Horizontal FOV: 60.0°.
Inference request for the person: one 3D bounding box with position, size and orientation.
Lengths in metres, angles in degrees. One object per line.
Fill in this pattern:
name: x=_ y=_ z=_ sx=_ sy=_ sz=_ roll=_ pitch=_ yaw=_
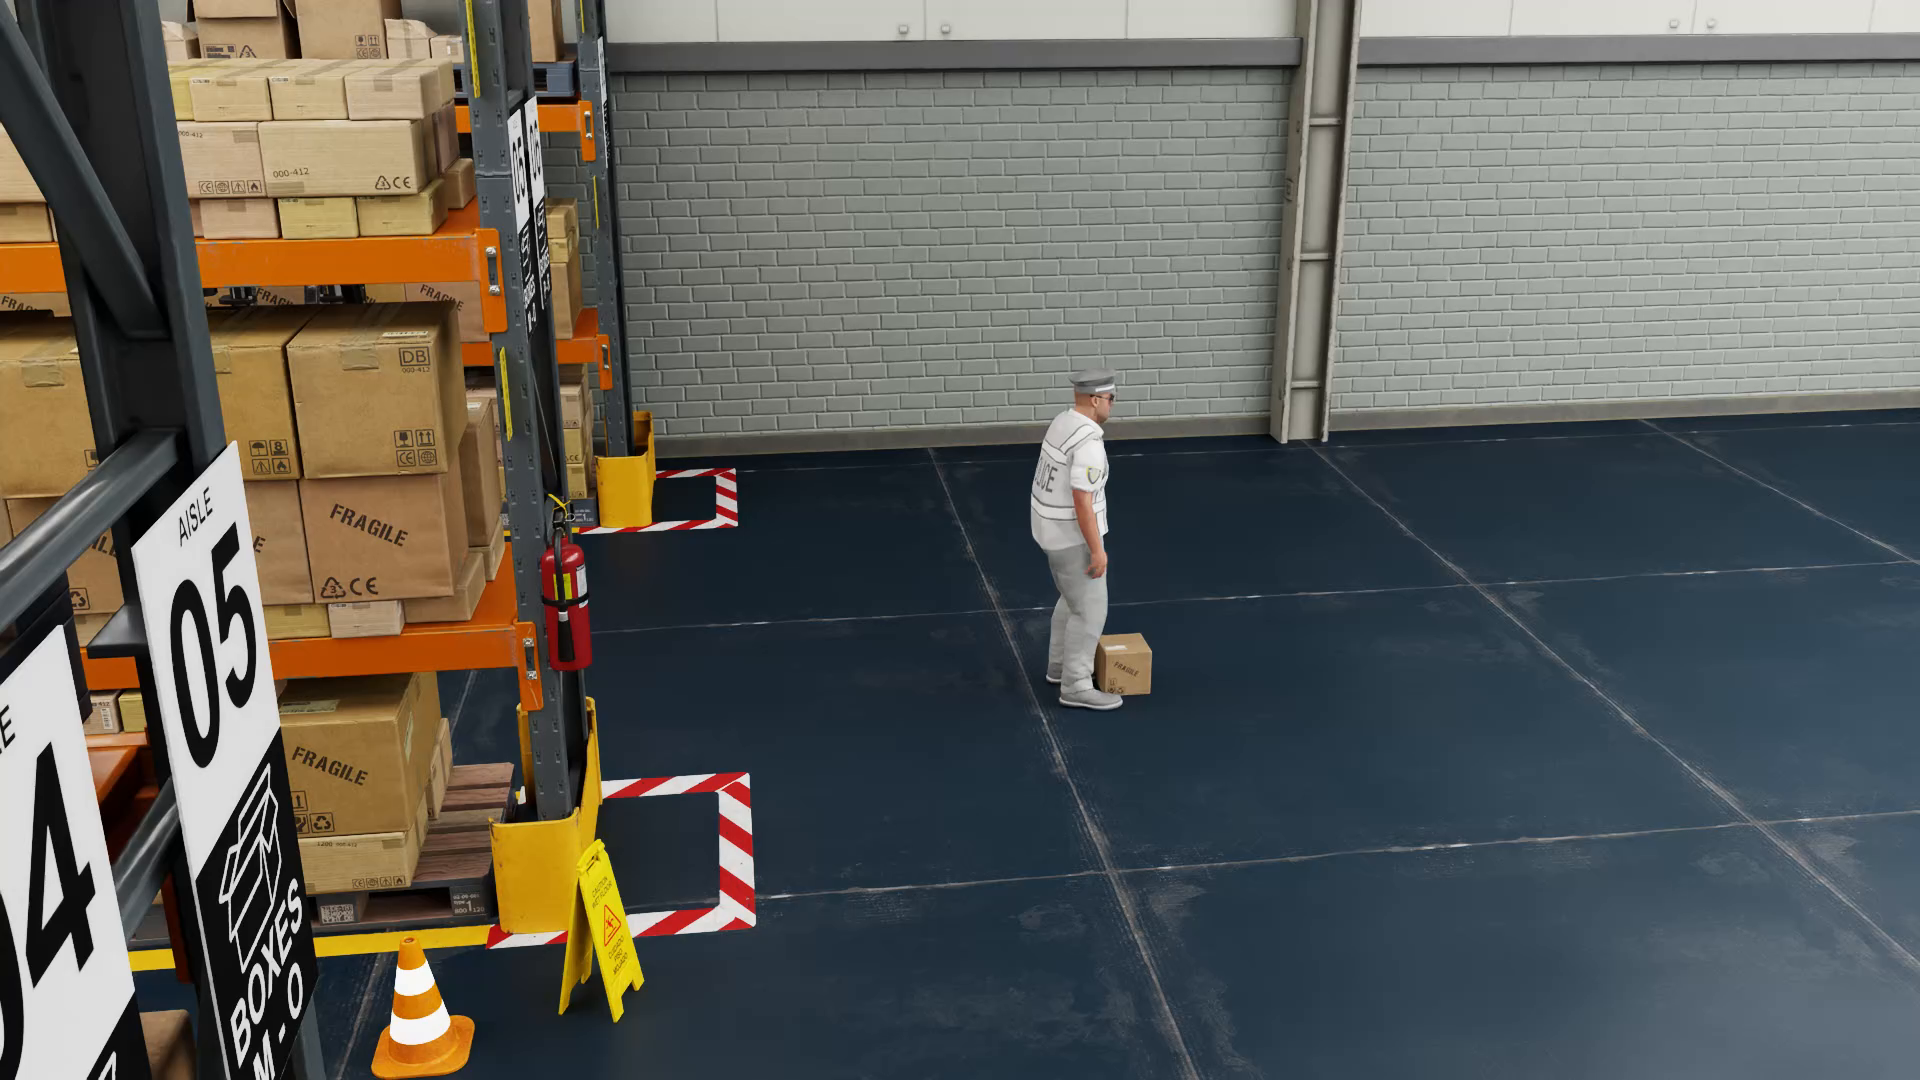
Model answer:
person: x=0.598 y=-0.021 z=8.621 sx=0.437 sy=1.747 sz=0.600 roll=-4 pitch=20 yaw=-11
